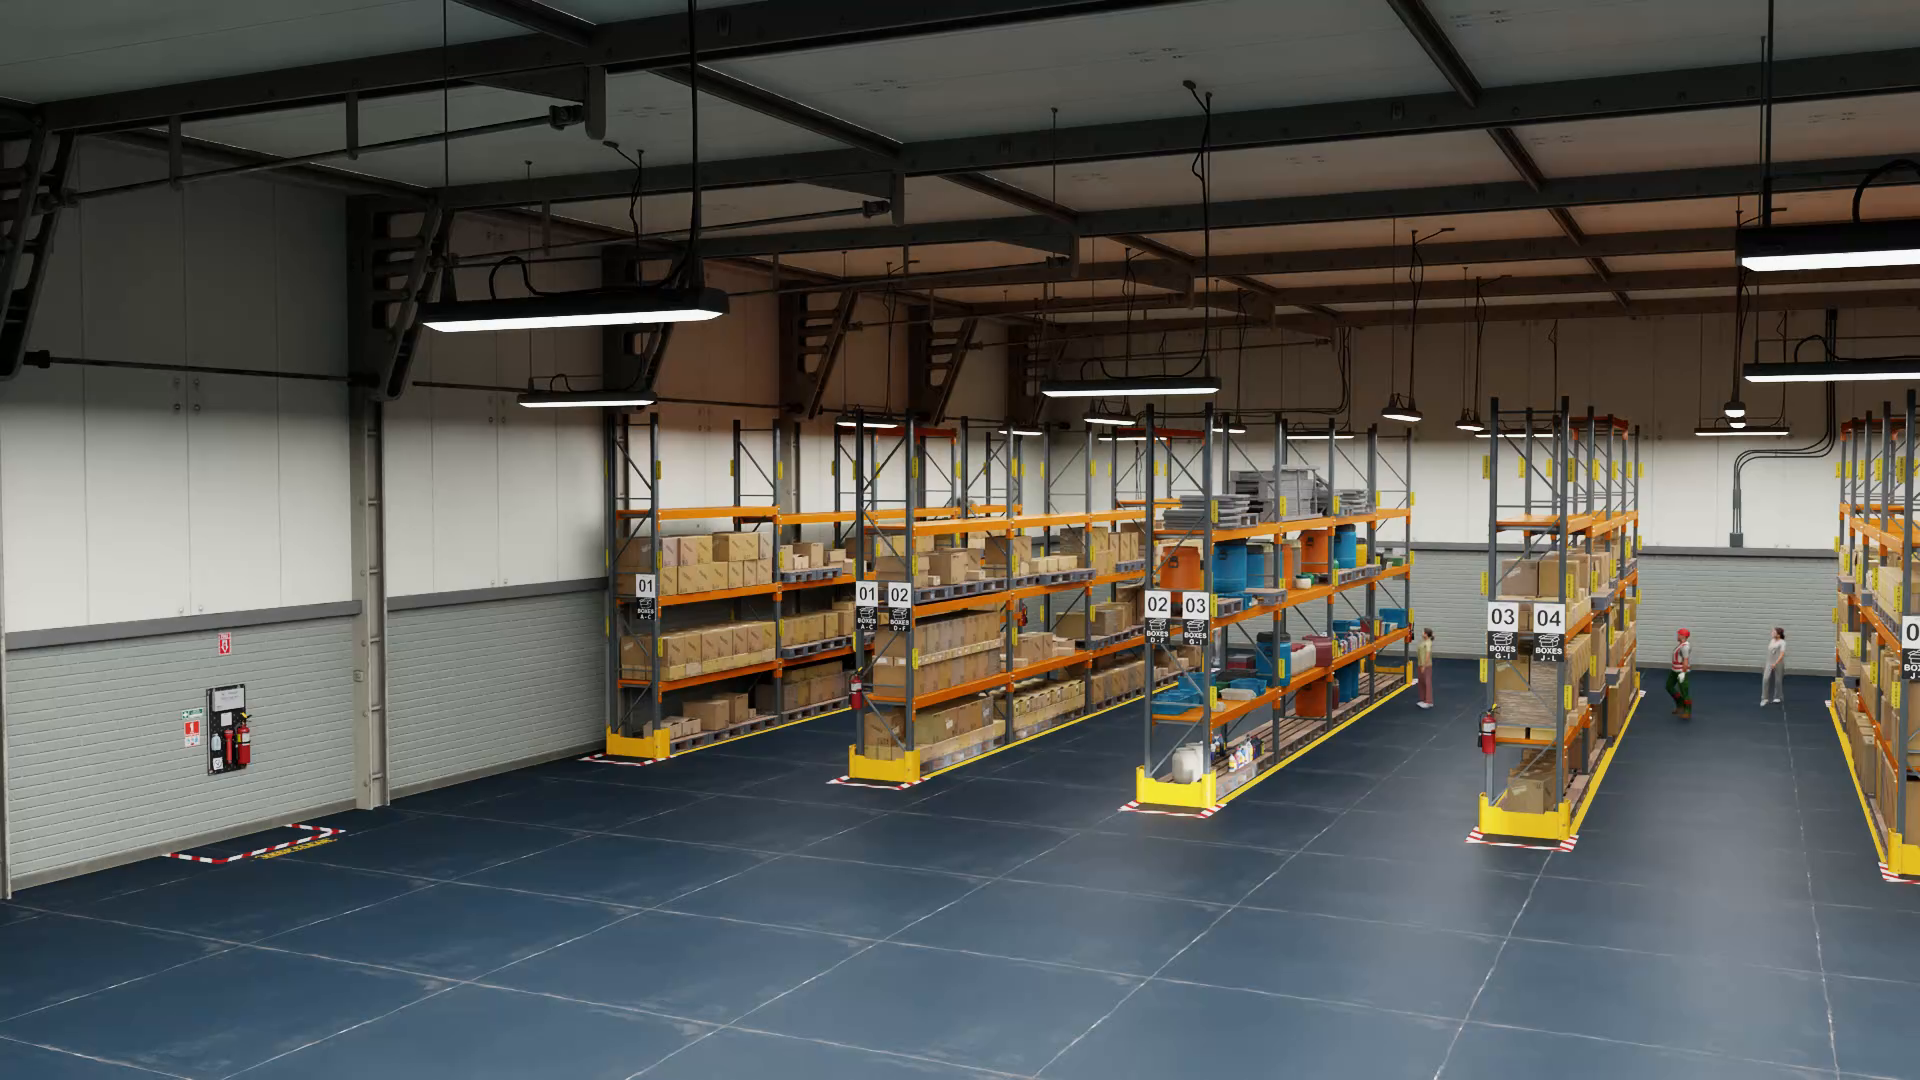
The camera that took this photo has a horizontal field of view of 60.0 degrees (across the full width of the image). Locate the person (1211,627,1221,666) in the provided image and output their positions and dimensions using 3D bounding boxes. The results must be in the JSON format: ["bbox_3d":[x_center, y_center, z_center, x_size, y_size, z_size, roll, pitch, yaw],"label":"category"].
[{"bbox_3d":[6.547,2.333,42.836,0.541,1.773,0.560,2,3,33],"label":"person"}]

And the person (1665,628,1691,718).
[{"bbox_3d":[14.602,2.678,33.684,0.386,1.788,0.680,0,2,-2],"label":"person"}]

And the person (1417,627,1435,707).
[{"bbox_3d":[9.844,2.685,35.187,0.380,1.681,0.456,0,2,-11],"label":"person"}]

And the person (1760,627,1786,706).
[{"bbox_3d":[17.383,2.689,35.442,0.421,1.671,0.805,2,3,41],"label":"person"}]
